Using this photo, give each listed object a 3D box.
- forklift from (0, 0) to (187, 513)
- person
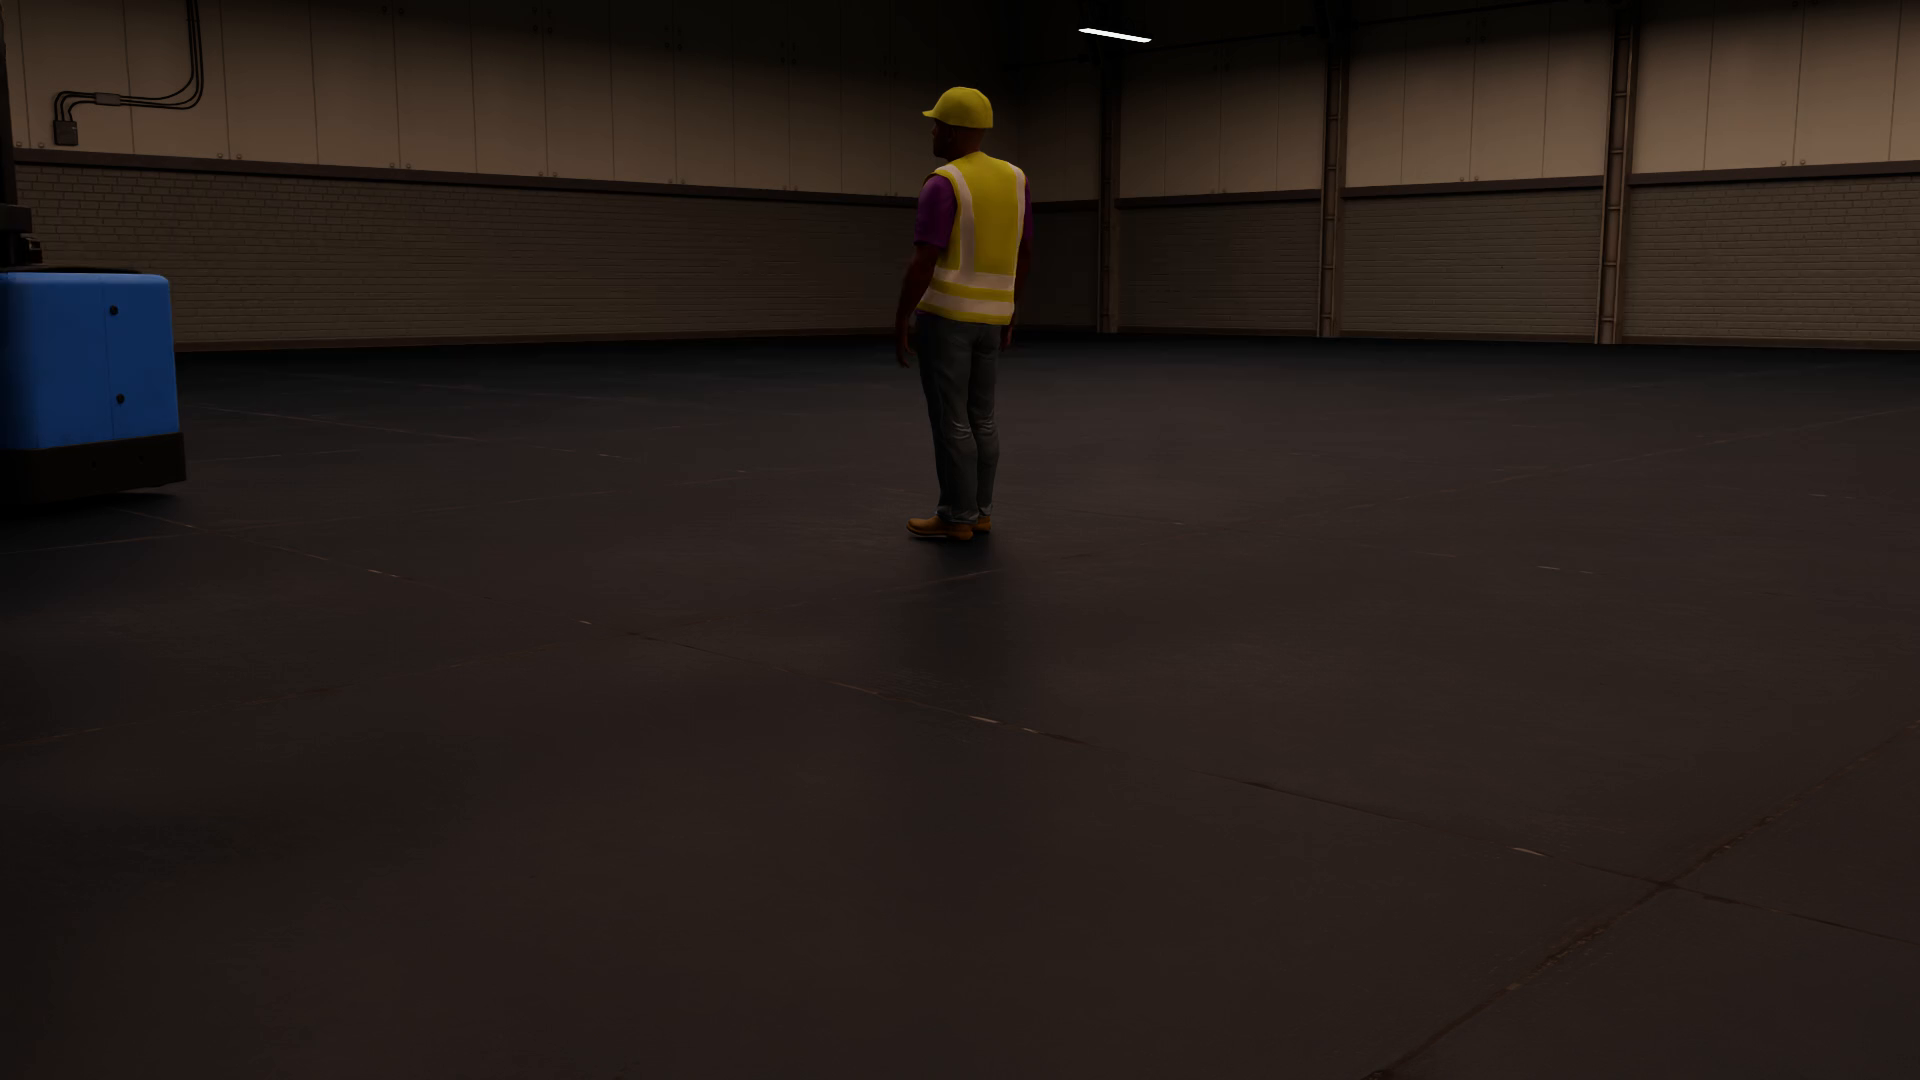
[{"bbox_3d":[-5.378,-1.657,7.880,3.031,2.935,1.130,2,9,14],"label":"forklift"},{"bbox_3d":[-0.045,-0.888,6.637,0.577,1.765,0.665,8,12,43],"label":"person"}]
